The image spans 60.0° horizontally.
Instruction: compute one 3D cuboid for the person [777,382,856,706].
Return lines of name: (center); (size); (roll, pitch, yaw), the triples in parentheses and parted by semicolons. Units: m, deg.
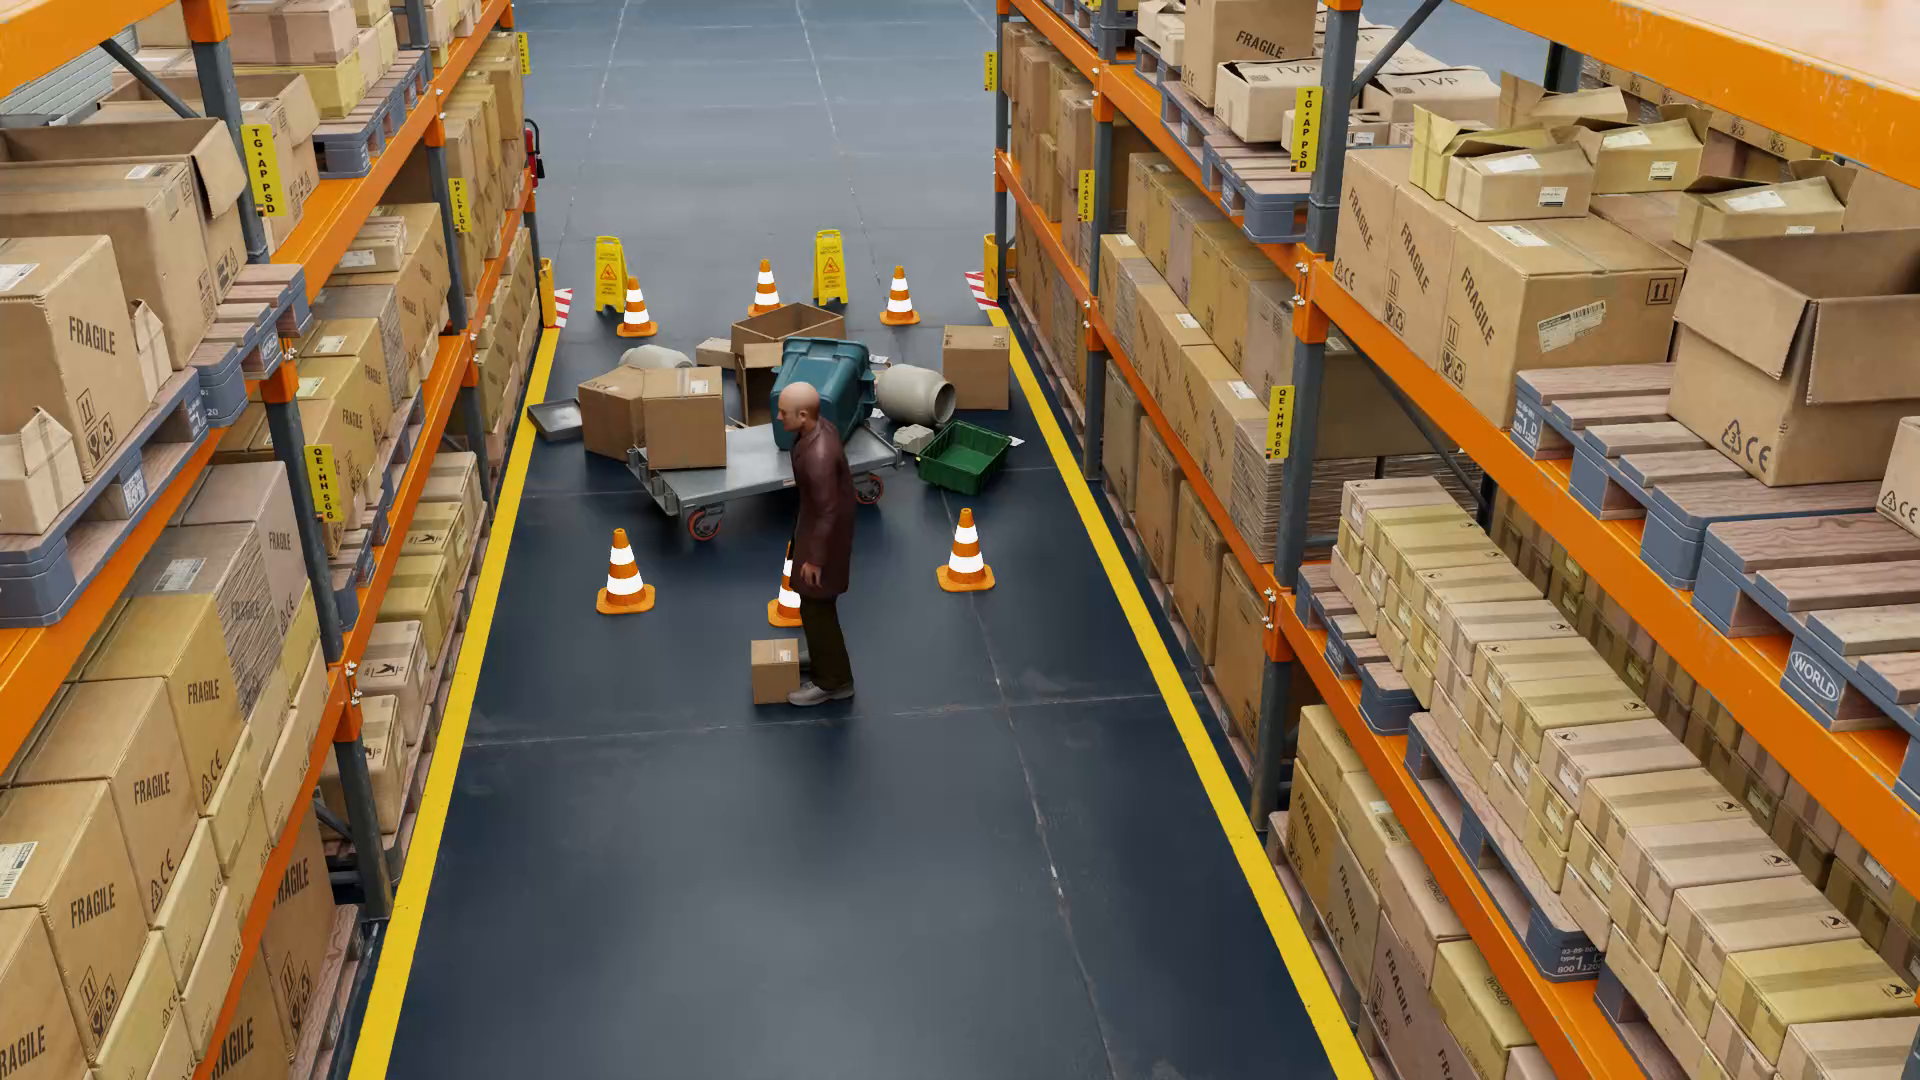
person: (-0.746, 0.004, 8.625); (0.420, 1.774, 0.643); (-4, 27, -7)
